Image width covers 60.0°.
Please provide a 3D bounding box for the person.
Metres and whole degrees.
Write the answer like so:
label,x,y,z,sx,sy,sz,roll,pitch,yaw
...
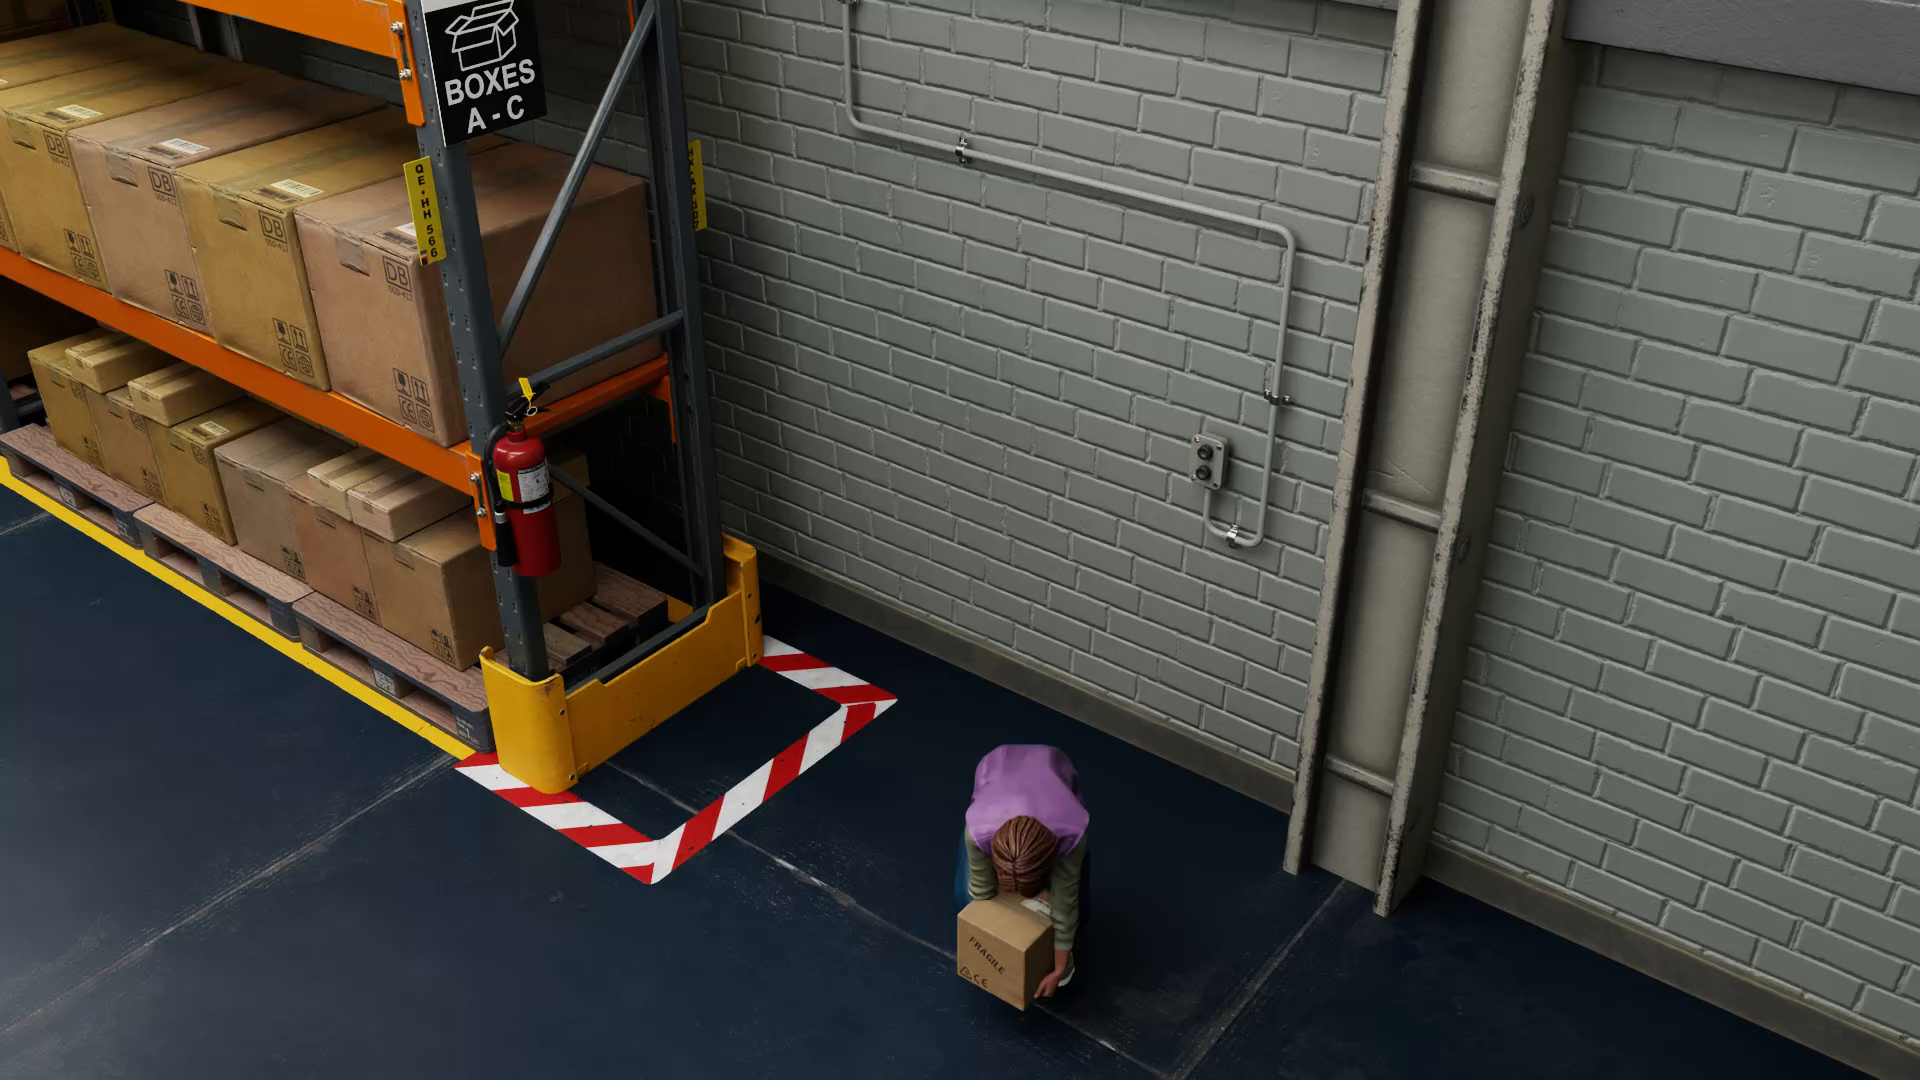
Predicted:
label,x,y,z,sx,sy,sz,roll,pitch,yaw
person,0.194,1.033,5.102,0.426,0.920,0.830,4,32,6
